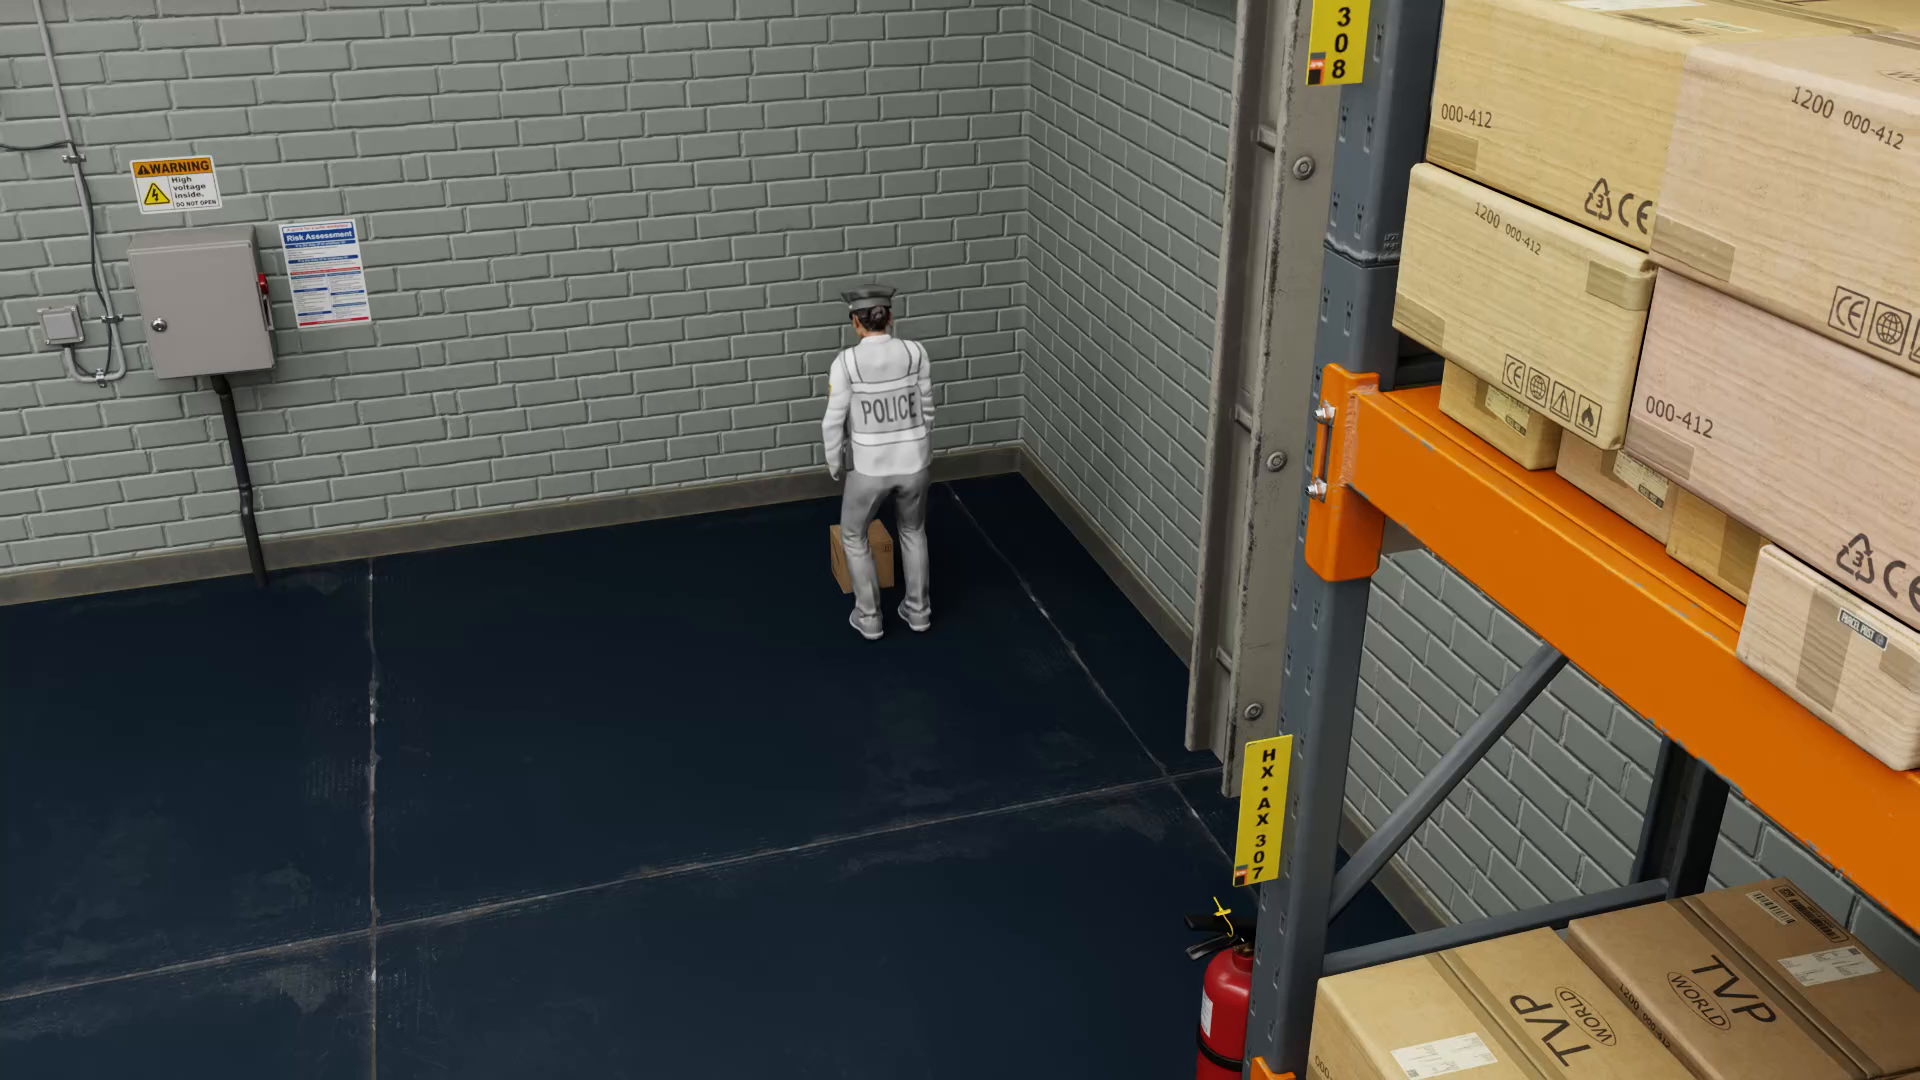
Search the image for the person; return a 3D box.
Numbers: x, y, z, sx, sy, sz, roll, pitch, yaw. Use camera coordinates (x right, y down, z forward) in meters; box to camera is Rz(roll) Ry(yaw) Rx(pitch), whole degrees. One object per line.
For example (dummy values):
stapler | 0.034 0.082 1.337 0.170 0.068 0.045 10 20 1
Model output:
person | -0.357 -0.332 7.349 0.504 1.616 0.465 -8 27 -15
